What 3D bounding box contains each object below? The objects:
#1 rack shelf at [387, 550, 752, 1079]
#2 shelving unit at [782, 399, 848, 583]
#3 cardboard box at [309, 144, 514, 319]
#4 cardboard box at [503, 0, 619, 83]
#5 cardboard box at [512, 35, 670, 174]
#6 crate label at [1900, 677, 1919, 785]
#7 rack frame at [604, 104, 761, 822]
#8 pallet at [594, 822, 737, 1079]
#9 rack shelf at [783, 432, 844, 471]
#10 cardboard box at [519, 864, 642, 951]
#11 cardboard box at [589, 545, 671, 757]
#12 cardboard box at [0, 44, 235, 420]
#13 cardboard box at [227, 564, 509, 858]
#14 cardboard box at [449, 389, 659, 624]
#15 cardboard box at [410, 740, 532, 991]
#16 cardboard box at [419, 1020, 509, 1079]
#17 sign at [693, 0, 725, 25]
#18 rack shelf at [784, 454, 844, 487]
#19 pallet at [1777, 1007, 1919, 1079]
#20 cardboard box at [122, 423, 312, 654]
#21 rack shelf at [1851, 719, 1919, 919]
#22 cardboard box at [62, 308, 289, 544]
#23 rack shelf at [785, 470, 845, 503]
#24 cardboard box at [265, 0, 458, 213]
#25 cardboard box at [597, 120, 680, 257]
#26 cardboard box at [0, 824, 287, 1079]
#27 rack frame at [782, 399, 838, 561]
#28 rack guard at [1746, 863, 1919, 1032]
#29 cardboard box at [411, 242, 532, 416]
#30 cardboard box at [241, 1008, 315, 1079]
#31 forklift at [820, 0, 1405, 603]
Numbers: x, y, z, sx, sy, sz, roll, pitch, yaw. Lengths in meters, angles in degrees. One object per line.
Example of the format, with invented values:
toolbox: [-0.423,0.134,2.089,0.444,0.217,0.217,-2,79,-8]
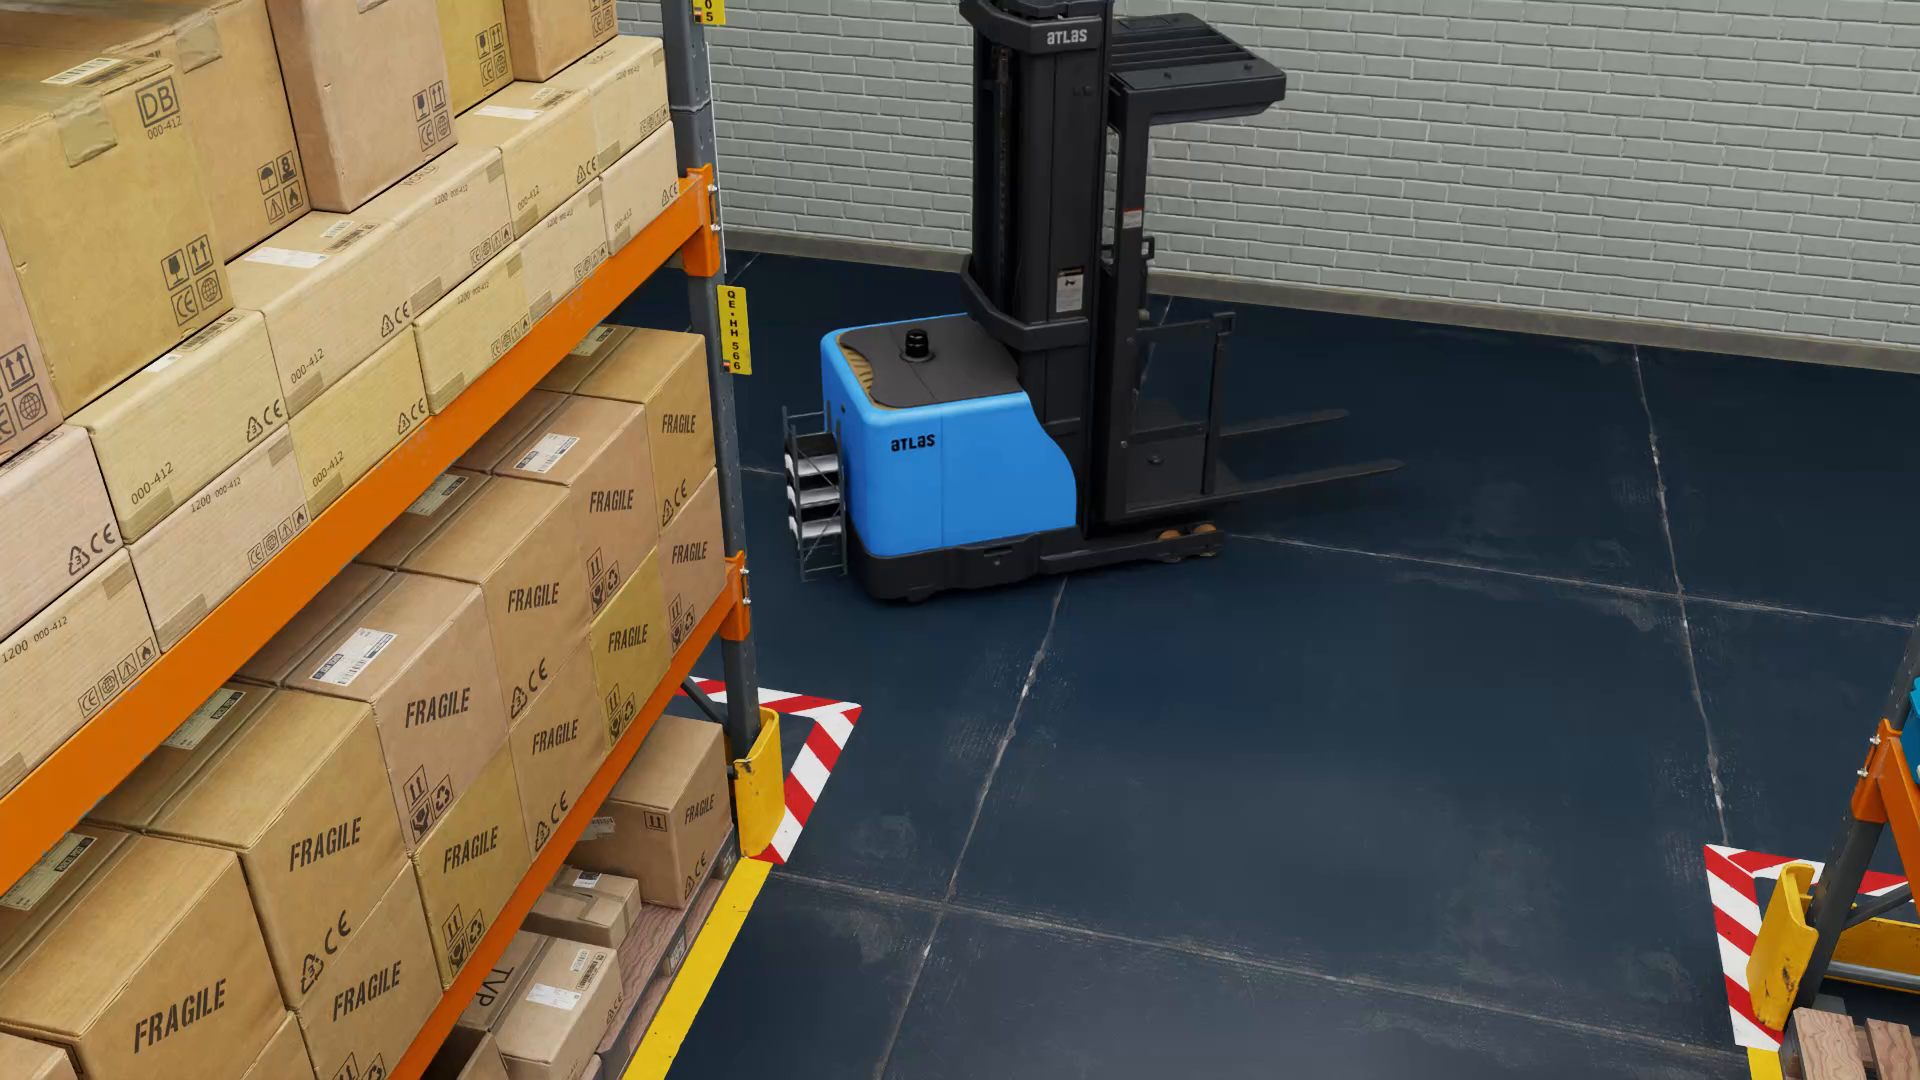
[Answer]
rack shelf: [-1.814,1.158,4.802,1.077,0.370,4.000,8,33,12]
shelving unit: [-0.719,-0.237,8.283,0.258,0.900,0.210,-10,34,-14]
cardboard box: [-1.447,-0.777,4.054,0.500,0.250,0.500,8,33,12]
cardboard box: [-1.421,-1.644,4.719,0.700,0.500,0.500,8,33,12]
cardboard box: [-1.190,-1.295,4.869,0.500,0.250,0.500,8,33,12]
crate label: [3.103,0.622,5.076,0.416,0.233,0.303,8,33,12]
rack frame: [-1.306,-0.183,6.242,1.000,3.000,0.127,8,33,12]
pallet: [-1.527,1.447,6.277,1.003,0.211,1.213,8,33,12]
rack shelf: [-0.720,-0.437,8.156,0.258,0.077,0.200,-10,34,-14]
cardboard box: [-1.396,1.341,6.076,0.380,0.166,0.250,8,33,12]
cardboard box: [-1.285,0.314,5.367,0.500,0.500,0.500,8,33,13]
cardboard box: [-1.850,-0.595,3.069,0.700,0.500,0.500,8,33,12]
cardboard box: [-1.538,0.420,4.269,0.500,0.500,0.500,9,34,14]
cardboard box: [-1.280,-0.117,5.112,0.500,0.500,0.500,9,34,14]
cardboard box: [-1.545,0.834,4.550,0.500,0.500,0.500,8,33,12]
cardboard box: [-1.849,1.785,5.063,0.797,0.503,0.637,8,33,12]
sign: [-0.774,-1.737,5.065,0.100,0.325,0.005,8,33,12]
rack shelf: [-0.720,-0.361,8.205,0.258,0.077,0.200,-10,34,-14]
pallet: [3.237,2.093,5.261,1.003,0.211,1.213,8,33,12]
cardboard box: [-1.699,-0.047,3.371,0.500,0.250,0.500,8,33,12]
rack shelf: [2.977,1.835,3.739,1.077,0.370,4.000,8,33,12]
cardboard box: [-1.694,-0.257,3.236,0.500,0.250,0.500,8,33,12]
rack shelf: [-0.720,-0.285,8.253,0.258,0.077,0.200,-10,34,-14]
cardboard box: [-1.653,-1.122,3.898,0.700,0.500,0.500,8,33,12]
cardboard box: [-1.181,-1.083,5.002,0.500,0.250,0.500,8,33,12]
cardboard box: [-1.799,0.955,3.427,0.500,0.500,0.500,7,33,11]
rack frame: [-0.750,-0.289,8.365,0.240,0.900,0.006,-10,34,-14]
rack guard: [3.478,1.534,5.871,1.175,0.500,0.348,8,33,12]
cardboard box: [-1.433,-0.564,4.185,0.500,0.250,0.500,8,33,12]
cardboard box: [-1.801,1.357,3.726,0.500,0.500,0.500,9,33,13]
forklift: [0.857,-1.380,8.189,3.031,2.935,1.130,-9,34,-15]
